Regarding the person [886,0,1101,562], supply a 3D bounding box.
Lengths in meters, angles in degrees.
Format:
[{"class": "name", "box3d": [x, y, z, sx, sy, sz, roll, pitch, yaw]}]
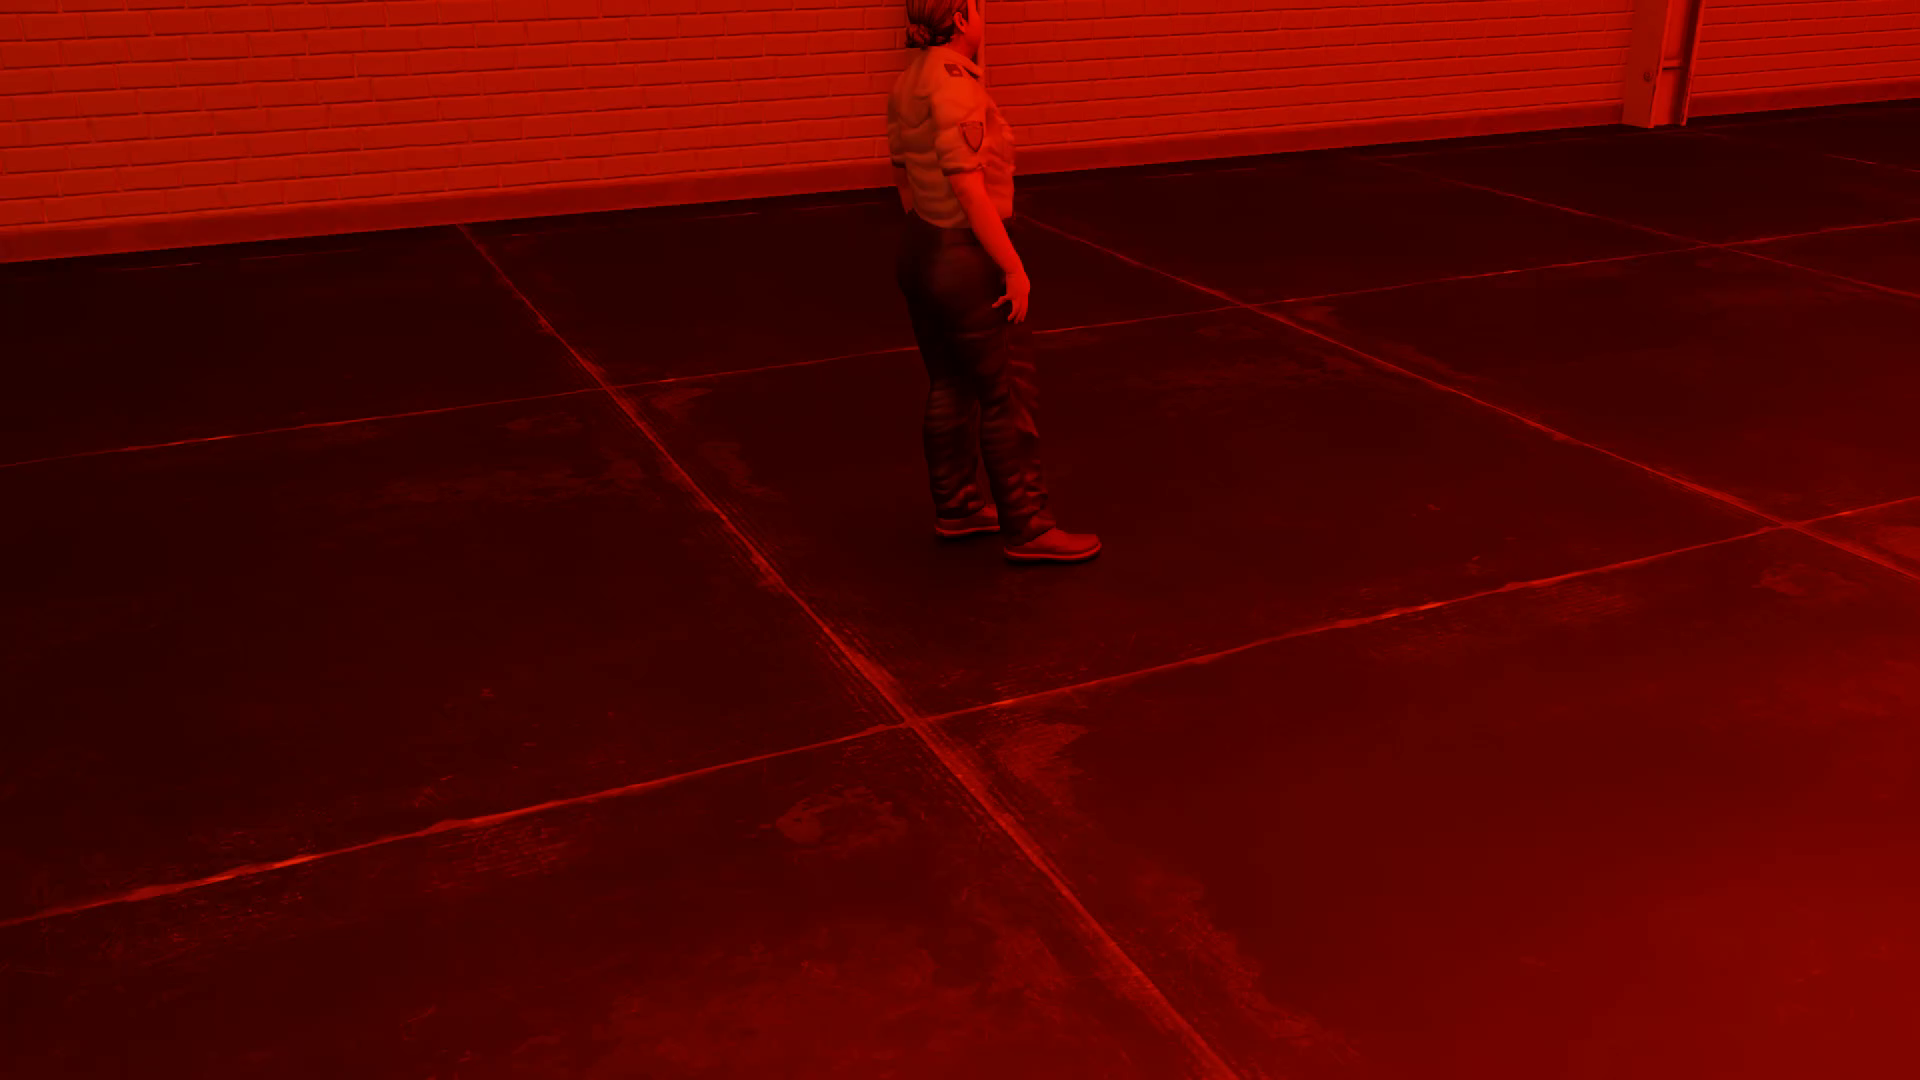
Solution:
[{"class": "person", "box3d": [0.091, -0.774, 4.804, 0.502, 1.651, 0.598, -10, 25, -23]}]
